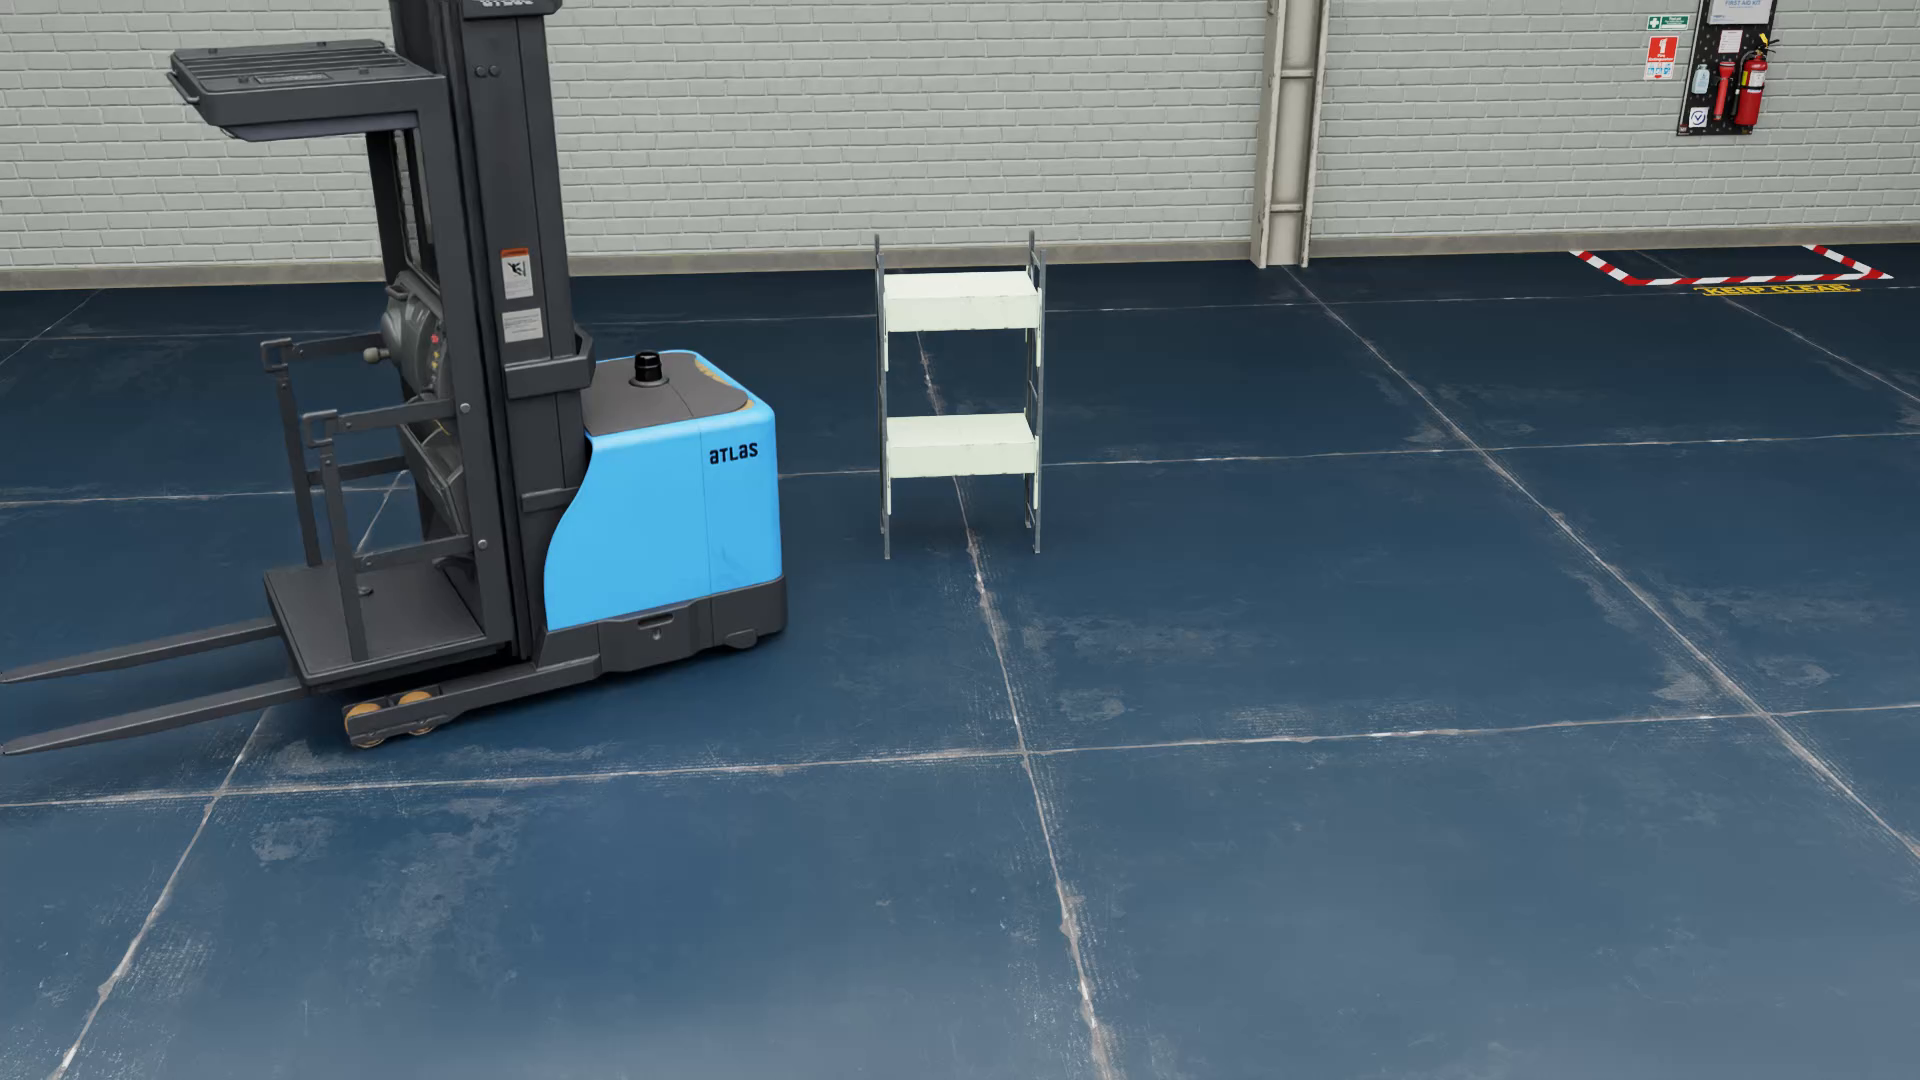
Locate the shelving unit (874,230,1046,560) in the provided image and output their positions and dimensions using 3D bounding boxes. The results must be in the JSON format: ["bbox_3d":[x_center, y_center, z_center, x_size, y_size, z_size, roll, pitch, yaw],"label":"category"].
[{"bbox_3d":[-0.007,-0.685,7.945,0.755,1.500,0.431,-2,24,-5],"label":"shelving unit"}]

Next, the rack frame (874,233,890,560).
[{"bbox_3d":[-0.371,-0.670,7.912,0.023,1.500,0.400,-2,24,-5],"label":"rack frame"}]

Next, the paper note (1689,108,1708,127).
[{"bbox_3d":[5.854,-3.350,13.177,0.142,0.148,0.016,-2,24,-5],"label":"paper note"}]

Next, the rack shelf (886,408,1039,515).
[{"bbox_3d":[-0.007,-0.387,8.077,0.720,0.370,0.431,-2,24,-5],"label":"rack shelf"}]

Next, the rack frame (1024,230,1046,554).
[{"bbox_3d":[0.358,-0.700,7.978,0.023,1.500,0.400,-2,24,-5],"label":"rack frame"}]

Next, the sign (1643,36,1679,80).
[{"bbox_3d":[5.476,-3.767,12.988,0.234,0.329,0.001,-2,24,-5],"label":"sign"}]

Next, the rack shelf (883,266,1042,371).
[{"bbox_3d":[-0.007,-1.042,7.786,0.720,0.370,0.431,-2,24,-5],"label":"rack shelf"}]

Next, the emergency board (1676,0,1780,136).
[{"bbox_3d":[6.037,-3.731,12.952,0.643,1.169,0.194,-2,24,-5],"label":"emergency board"}]

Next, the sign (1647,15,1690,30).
[{"bbox_3d":[5.482,-4.006,12.873,0.331,0.109,0.001,-2,24,-5],"label":"sign"}]

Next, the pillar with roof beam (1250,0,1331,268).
[{"bbox_3d":[2.952,-4.576,7.467,0.400,9.000,9.100,-2,24,-5],"label":"pillar with roof beam"}]

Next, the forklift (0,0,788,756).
[{"bbox_3d":[-2.292,-0.781,6.399,3.031,2.935,1.130,-13,27,-26],"label":"forklift"}]
